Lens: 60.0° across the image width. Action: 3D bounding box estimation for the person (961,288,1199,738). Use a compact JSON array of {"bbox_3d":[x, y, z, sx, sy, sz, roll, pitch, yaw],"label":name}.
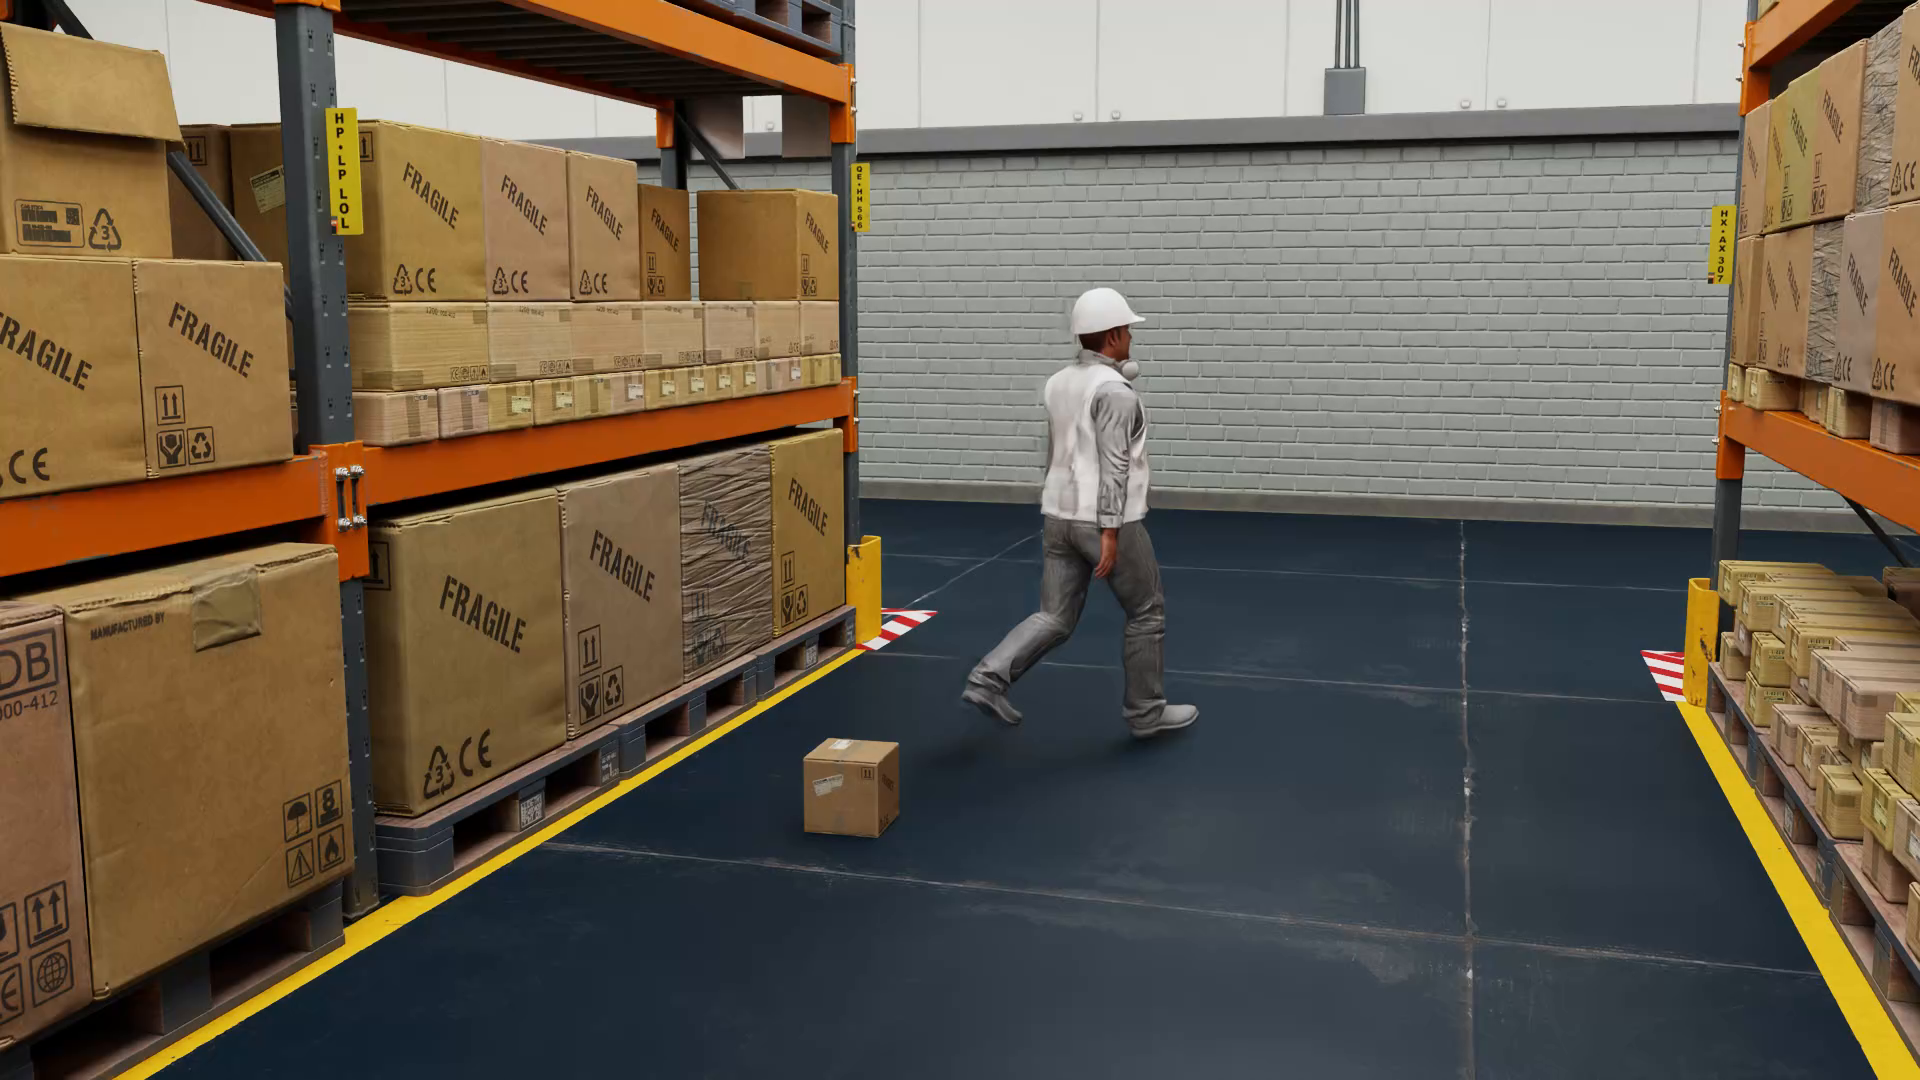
[{"bbox_3d":[0.474,-0.081,6.351,0.980,1.741,0.533,-5,10,-32],"label":"person"}]
